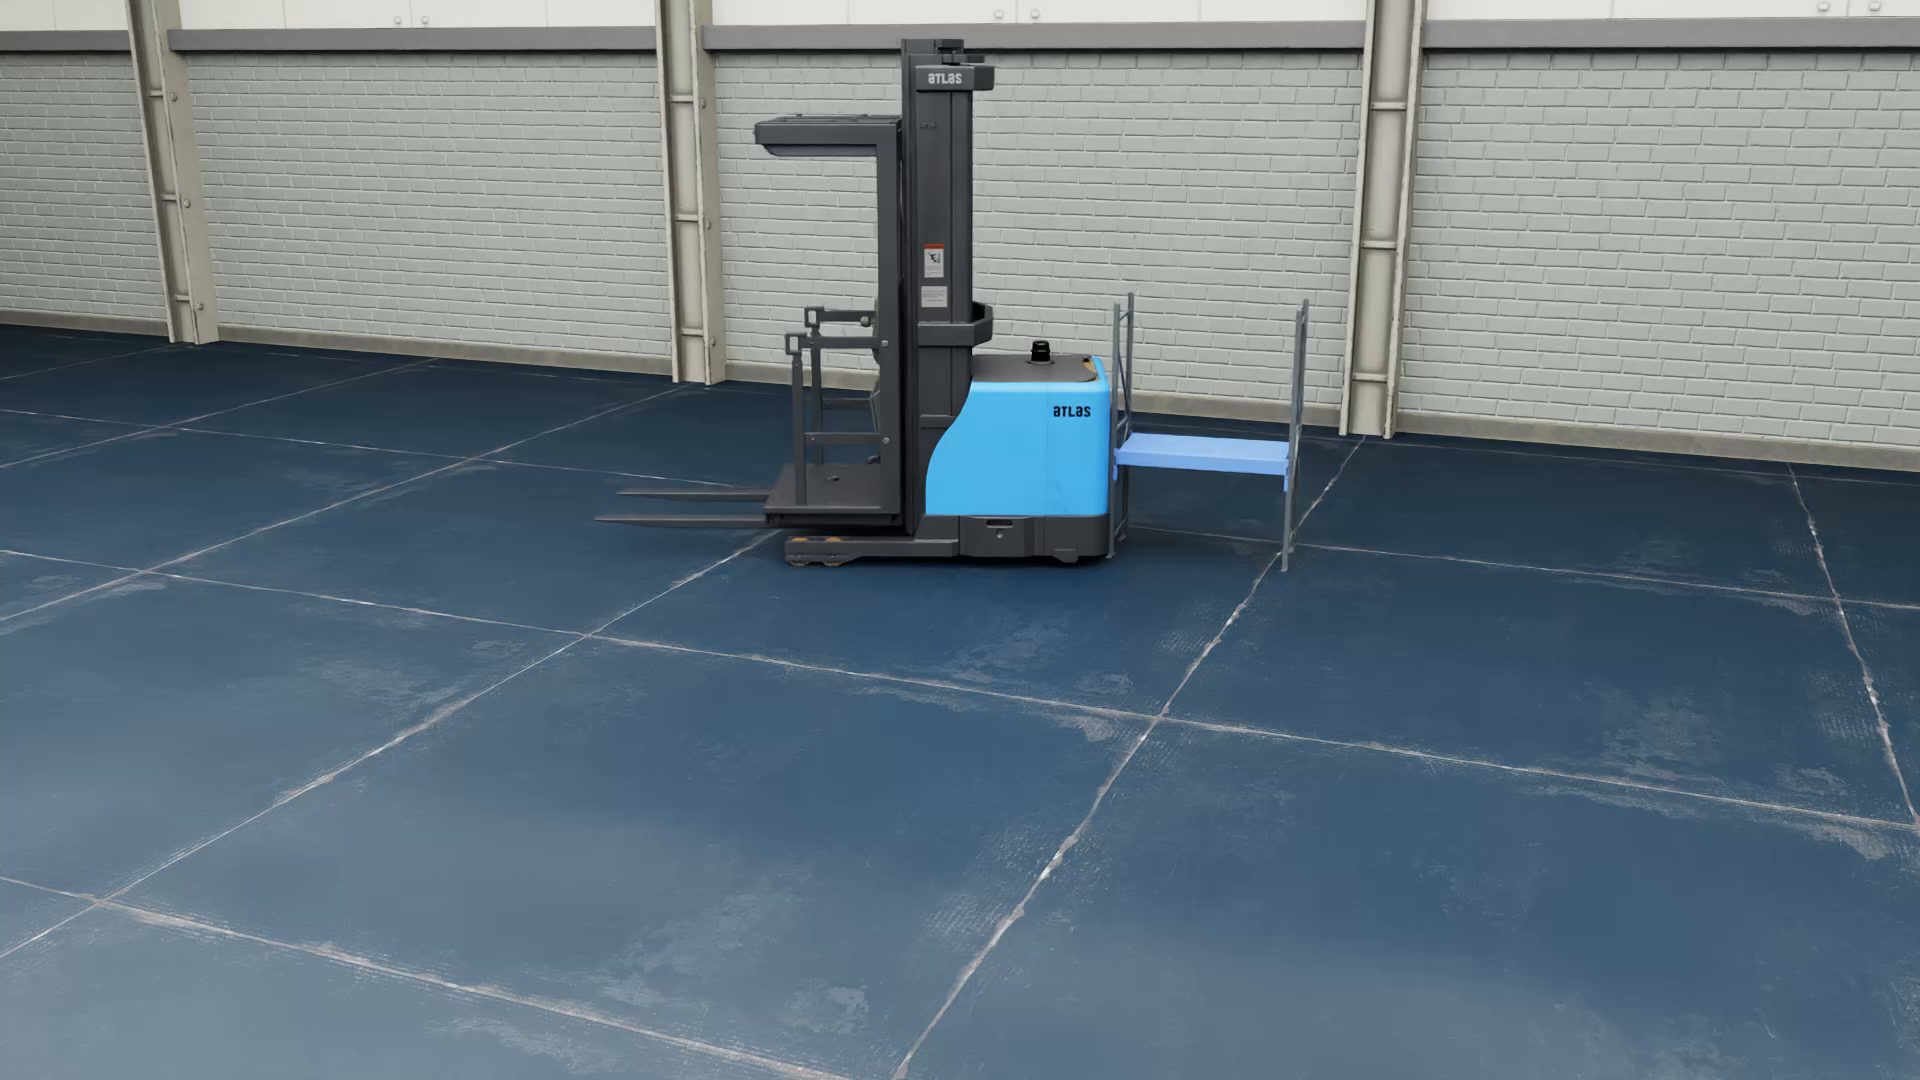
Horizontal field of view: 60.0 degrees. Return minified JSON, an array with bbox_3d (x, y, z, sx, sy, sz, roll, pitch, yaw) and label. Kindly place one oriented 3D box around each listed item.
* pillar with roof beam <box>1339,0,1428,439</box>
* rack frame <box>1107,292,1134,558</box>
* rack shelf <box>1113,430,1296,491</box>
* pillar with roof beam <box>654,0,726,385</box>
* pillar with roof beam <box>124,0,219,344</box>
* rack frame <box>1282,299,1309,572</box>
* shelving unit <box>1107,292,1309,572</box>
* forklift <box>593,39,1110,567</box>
[{"bbox_3d":[1.626,-4.049,7.981,0.400,9.000,9.100,6,17,21],"label":"pillar with roof beam"},{"bbox_3d":[0.951,-0.681,9.829,0.032,1.500,0.500,4,17,15],"label":"rack frame"},{"bbox_3d":[1.440,-0.470,9.748,1.000,0.185,0.538,4,17,15],"label":"rack shelf"},{"bbox_3d":[-3.956,-4.663,10.095,0.400,9.000,9.100,6,17,21],"label":"pillar with roof beam"},{"bbox_3d":[-9.537,-5.277,12.209,0.400,9.000,9.100,6,17,21],"label":"pillar with roof beam"},{"bbox_3d":[1.930,-0.604,9.565,0.032,1.500,0.500,4,17,15],"label":"rack frame"},{"bbox_3d":[1.440,-0.643,9.697,1.048,1.500,0.538,4,17,15],"label":"shelving unit"},{"bbox_3d":[-0.641,-1.400,9.738,3.031,2.935,1.130,0,16,1],"label":"forklift"}]
